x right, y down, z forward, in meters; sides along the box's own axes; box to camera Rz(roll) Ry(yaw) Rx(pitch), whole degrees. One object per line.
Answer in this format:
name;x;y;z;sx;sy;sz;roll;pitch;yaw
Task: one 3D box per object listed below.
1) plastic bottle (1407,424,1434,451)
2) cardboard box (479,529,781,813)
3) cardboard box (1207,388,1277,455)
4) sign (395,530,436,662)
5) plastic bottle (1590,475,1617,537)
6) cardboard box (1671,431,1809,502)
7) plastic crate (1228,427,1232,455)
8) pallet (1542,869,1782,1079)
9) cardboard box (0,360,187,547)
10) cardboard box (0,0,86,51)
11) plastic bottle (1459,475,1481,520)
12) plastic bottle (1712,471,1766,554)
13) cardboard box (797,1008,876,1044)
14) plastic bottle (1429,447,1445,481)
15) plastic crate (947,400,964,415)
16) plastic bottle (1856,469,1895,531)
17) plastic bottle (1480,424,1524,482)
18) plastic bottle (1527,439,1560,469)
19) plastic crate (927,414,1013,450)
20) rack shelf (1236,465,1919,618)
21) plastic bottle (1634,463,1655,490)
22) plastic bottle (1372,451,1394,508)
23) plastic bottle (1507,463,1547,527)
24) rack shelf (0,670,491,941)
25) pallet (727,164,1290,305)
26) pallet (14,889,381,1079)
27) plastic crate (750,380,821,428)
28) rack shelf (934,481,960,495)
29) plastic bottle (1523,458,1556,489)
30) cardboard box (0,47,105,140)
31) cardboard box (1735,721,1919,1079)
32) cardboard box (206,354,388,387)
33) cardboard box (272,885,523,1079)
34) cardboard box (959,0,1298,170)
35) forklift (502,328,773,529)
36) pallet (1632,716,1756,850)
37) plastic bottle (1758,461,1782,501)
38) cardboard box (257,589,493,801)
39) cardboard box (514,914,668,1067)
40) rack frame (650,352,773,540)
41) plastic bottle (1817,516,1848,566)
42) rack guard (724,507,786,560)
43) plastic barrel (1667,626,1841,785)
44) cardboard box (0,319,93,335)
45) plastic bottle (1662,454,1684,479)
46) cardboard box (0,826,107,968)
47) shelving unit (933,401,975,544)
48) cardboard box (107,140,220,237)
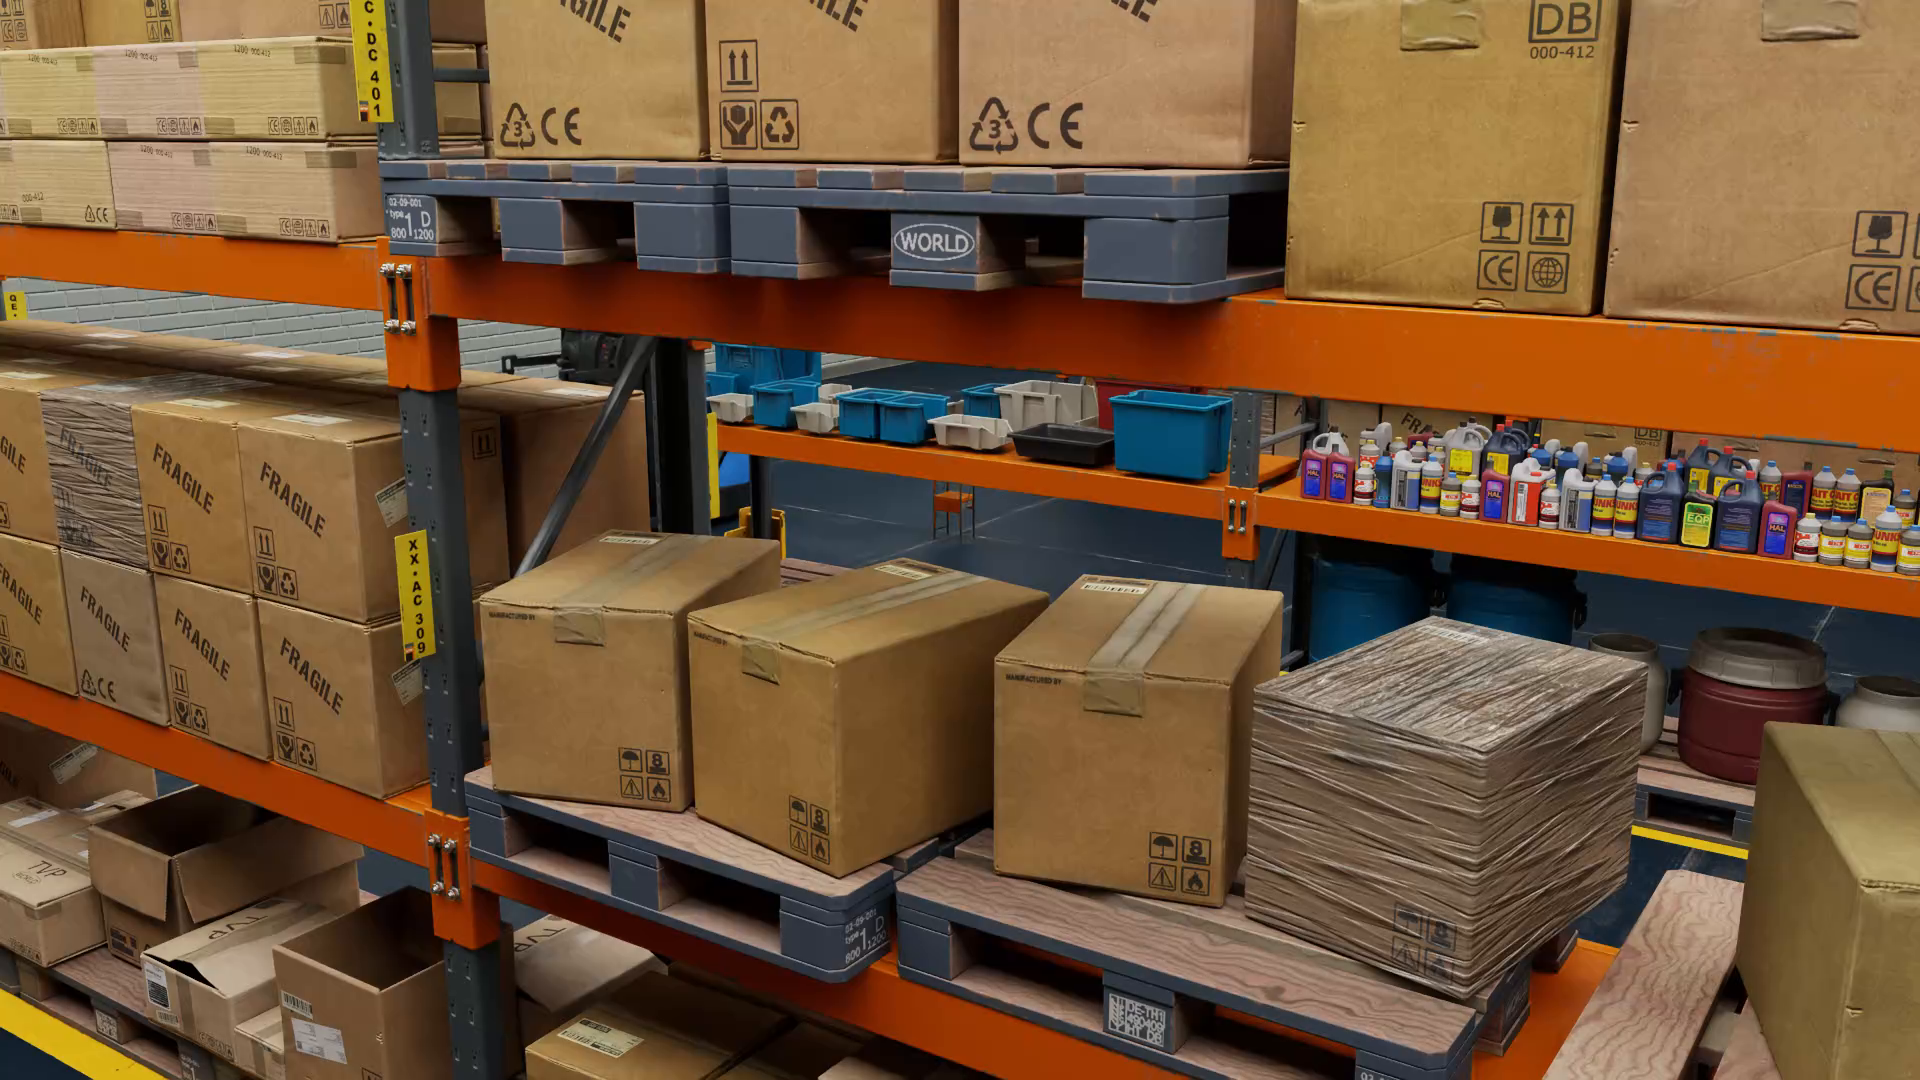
plastic bottle;2.414;-0.468;8.715;0.133;0.283;0.061;9;17;33
cardboard box;-0.810;0.308;4.255;0.500;0.500;0.700;4;14;14
cardboard box;2.465;-1.040;14.328;0.875;0.875;0.875;9;17;33
sign;-1.375;0.141;4.209;0.005;0.325;0.100;9;17;33
plastic bottle;2.902;-0.158;7.488;0.097;0.271;0.097;0;14;0
cardboard box;5.737;-0.494;12.122;0.875;0.875;1.225;9;16;31
plastic crate;1.382;-0.527;9.134;0.243;0.136;0.396;9;17;33
pallet;1.639;1.005;2.921;1.003;0.211;1.213;9;17;33
cardboard box;-2.904;-0.302;5.510;0.500;0.500;0.500;9;17;32
cardboard box;-2.757;-1.793;5.294;0.500;0.500;0.700;9;17;33
plastic bottle;2.406;-0.204;7.820;0.097;0.201;0.097;0;14;0
plastic bottle;3.377;-0.127;7.196;0.185;0.351;0.144;9;17;33
cardboard box;-0.104;1.529;4.691;0.500;0.500;0.500;9;17;33
plastic bottle;2.445;-0.374;8.505;0.097;0.201;0.097;0;14;0
plastic crate;-0.119;-0.789;10.192;0.250;0.136;0.298;9;17;33
plastic bottle;4.168;-0.185;7.569;0.133;0.283;0.061;9;17;33
plastic bottle;2.707;-0.400;8.298;0.185;0.351;0.144;9;17;33
plastic bottle;2.918;-0.370;8.333;0.135;0.276;0.152;9;17;33
plastic crate;0.076;-0.610;9.468;0.466;0.136;0.293;9;17;33
rack shelf;3.348;0.082;7.745;4.000;0.370;1.077;9;17;33
plastic bottle;3.334;-0.274;8.103;0.097;0.201;0.097;0;14;0
plastic bottle;2.052;-0.296;8.043;0.097;0.271;0.097;0;14;0
plastic bottle;2.629;-0.213;7.698;0.135;0.276;0.152;9;17;33
rack shelf;-2.738;0.533;5.924;4.000;0.370;1.077;9;17;33
pallet;0.286;-0.673;3.447;1.003;0.211;1.213;9;17;33
pallet;-2.665;1.550;6.123;1.213;0.211;1.003;9;17;33
plastic crate;-1.063;-0.832;10.167;0.300;0.233;0.416;9;17;33
rack shelf;-0.044;-0.507;12.729;0.240;0.259;0.215;9;17;33
plastic bottle;2.714;-0.243;7.820;0.135;0.276;0.152;9;17;33
cardboard box;-2.460;-1.320;4.943;0.500;0.250;0.500;9;17;33
cardboard box;1.655;0.674;2.775;0.500;0.500;0.700;4;14;14
cardboard box;-2.167;-0.339;5.662;0.500;0.500;0.500;9;16;31
cardboard box;-1.710;1.432;5.082;0.500;0.500;0.500;9;17;33
cardboard box;0.406;-1.044;3.267;0.600;0.600;0.600;8;16;31
forklift;-2.997;-1.488;12.734;3.031;2.935;1.130;-11;18;-38
pallet;3.322;1.094;7.965;1.213;0.211;1.003;9;17;33
plastic bottle;3.790;-0.235;7.796;0.097;0.271;0.097;0;14;0
cardboard box;-1.637;0.388;4.807;0.500;0.500;0.500;10;17;34
cardboard box;-1.306;1.444;5.426;0.500;0.311;0.500;9;17;33
rack frame;-1.630;-1.071;10.909;0.127;3.000;1.000;9;17;33
plastic bottle;3.673;0.000;6.993;0.097;0.201;0.097;0;14;0
rack guard;-1.657;0.141;11.212;0.348;0.500;1.175;9;17;33
plastic barrel;3.655;0.754;7.678;0.708;0.588;0.600;9;17;33
cardboard box;-3.875;-0.613;6.770;0.500;0.500;0.500;9;17;32
plastic bottle;3.410;-0.278;7.973;0.097;0.271;0.097;0;14;0
cardboard box;-3.275;1.300;6.134;0.500;0.250;0.500;9;17;33
shelving unit;-0.044;-0.517;12.726;0.252;1.050;0.215;9;17;33
cardboard box;-2.040;-1.013;4.741;0.500;0.250;0.500;9;17;33
